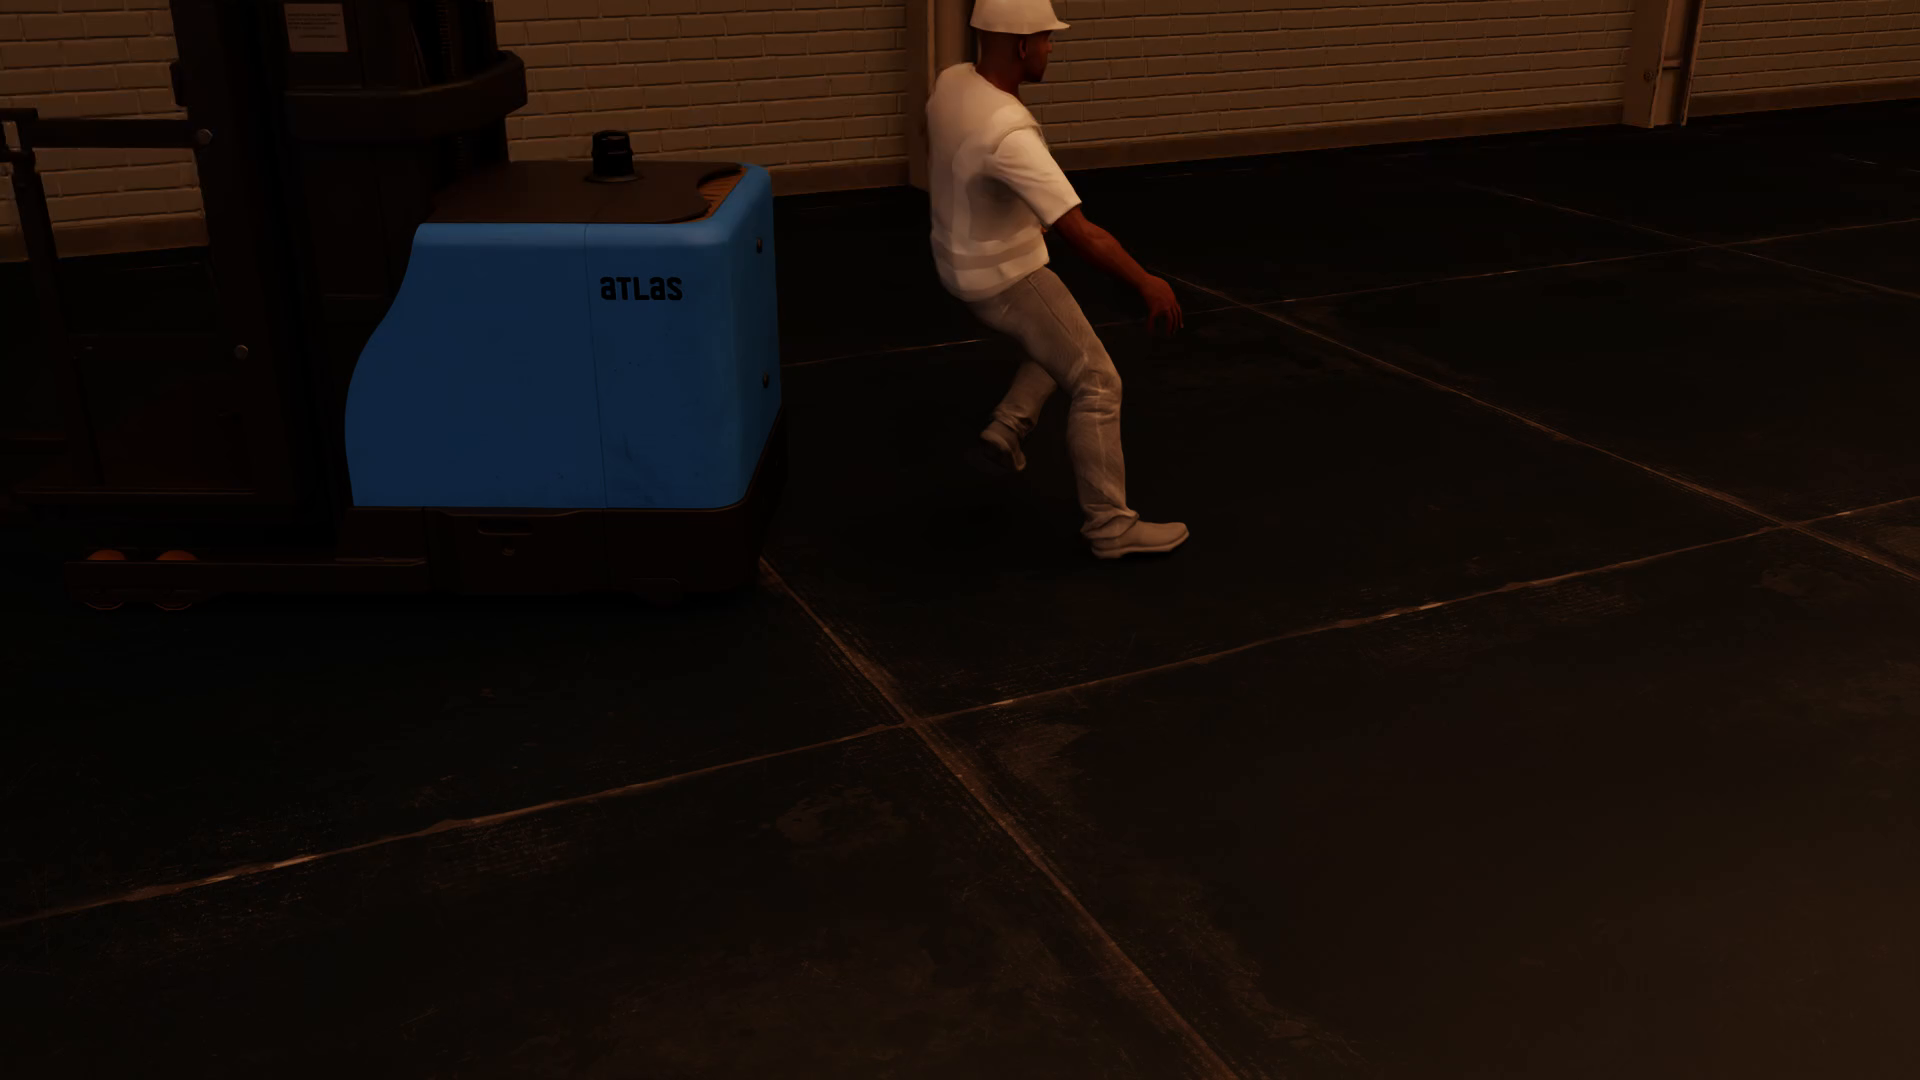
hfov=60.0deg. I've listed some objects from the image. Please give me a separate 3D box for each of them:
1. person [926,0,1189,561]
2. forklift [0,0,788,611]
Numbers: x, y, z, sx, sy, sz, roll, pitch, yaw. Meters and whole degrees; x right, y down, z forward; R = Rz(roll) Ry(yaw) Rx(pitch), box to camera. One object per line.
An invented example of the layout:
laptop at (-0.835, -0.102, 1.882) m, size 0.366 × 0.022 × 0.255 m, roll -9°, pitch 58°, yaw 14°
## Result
person at (0.270, -0.813, 4.943) m, size 0.676 × 1.640 × 0.789 m, roll -7°, pitch 24°, yaw -16°
forklift at (-2.087, -1.357, 4.554) m, size 3.031 × 2.935 × 1.130 m, roll 1°, pitch 23°, yaw 1°
